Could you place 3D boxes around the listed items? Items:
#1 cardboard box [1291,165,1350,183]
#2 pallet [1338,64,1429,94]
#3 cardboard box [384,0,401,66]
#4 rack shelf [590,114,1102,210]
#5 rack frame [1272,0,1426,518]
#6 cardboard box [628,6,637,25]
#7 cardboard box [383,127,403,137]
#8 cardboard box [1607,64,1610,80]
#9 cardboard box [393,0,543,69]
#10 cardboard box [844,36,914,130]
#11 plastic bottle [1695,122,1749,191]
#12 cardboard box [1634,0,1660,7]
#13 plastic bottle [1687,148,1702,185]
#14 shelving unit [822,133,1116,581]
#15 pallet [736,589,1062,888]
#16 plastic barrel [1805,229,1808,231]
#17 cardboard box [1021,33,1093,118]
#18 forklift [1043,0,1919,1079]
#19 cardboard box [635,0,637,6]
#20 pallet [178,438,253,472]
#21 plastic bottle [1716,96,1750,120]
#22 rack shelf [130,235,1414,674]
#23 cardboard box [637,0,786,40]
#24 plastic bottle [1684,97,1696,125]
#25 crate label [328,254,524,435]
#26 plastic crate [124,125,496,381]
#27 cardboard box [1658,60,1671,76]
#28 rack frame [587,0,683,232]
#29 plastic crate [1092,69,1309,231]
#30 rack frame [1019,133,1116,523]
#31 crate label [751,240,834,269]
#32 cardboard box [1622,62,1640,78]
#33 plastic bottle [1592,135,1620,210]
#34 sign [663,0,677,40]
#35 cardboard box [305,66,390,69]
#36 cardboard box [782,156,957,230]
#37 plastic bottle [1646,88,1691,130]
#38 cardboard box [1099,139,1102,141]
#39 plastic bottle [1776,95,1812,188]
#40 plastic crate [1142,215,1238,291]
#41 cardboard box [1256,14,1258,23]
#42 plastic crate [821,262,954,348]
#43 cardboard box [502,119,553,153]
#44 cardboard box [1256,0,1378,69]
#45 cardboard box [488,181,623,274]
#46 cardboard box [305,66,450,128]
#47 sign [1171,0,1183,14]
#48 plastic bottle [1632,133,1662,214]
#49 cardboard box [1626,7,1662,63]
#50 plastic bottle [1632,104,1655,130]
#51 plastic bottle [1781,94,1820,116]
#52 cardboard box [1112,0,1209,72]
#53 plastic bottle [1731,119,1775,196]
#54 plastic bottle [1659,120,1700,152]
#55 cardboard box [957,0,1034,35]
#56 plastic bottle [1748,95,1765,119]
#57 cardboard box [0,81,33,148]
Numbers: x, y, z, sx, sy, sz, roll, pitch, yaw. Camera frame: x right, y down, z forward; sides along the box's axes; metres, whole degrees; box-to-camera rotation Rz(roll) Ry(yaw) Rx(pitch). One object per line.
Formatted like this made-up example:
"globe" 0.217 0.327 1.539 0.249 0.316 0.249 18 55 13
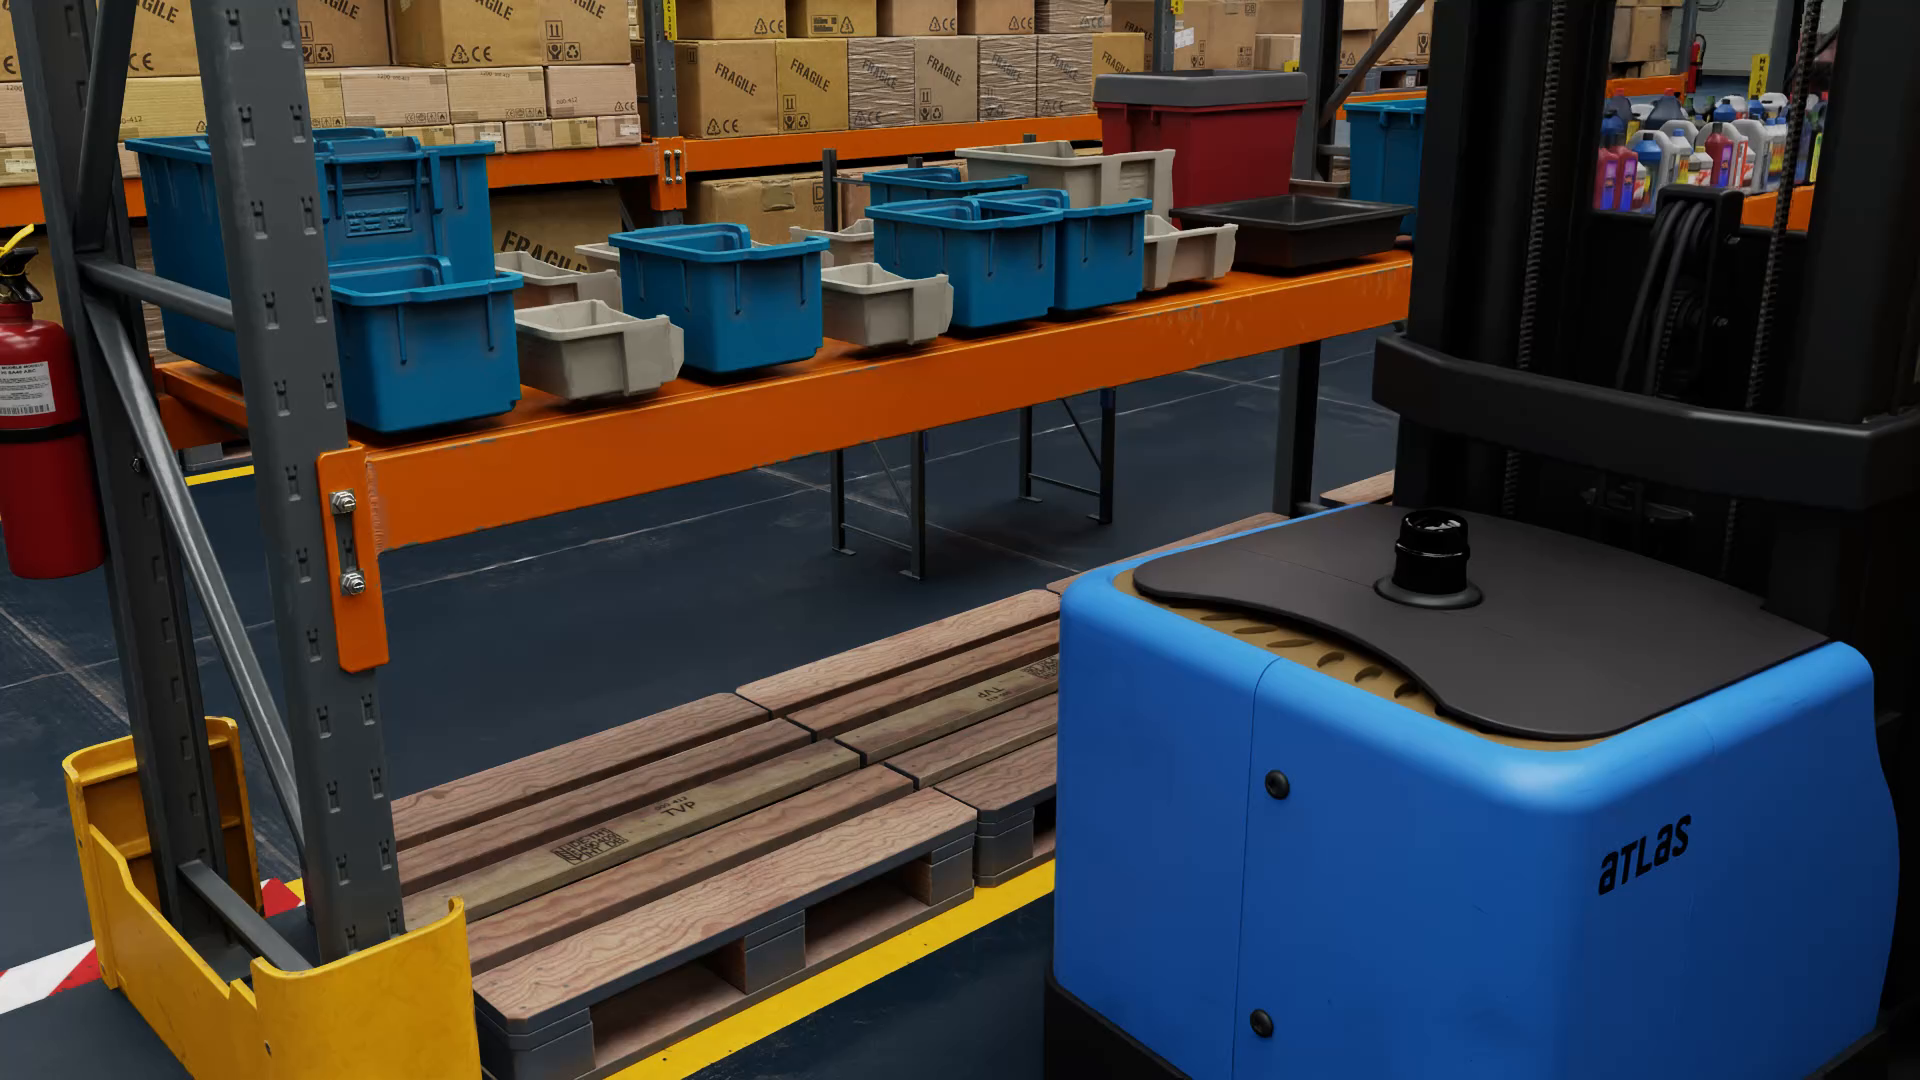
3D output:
"cardboard box" 2.735 -2.744 13.425 0.700 0.500 0.500 15 23 39
"pallet" 3.306 -3.844 13.789 1.213 0.211 1.003 -16 24 -41
"cardboard box" -2.738 -2.650 8.339 0.500 0.500 0.500 -16 24 -41
"rack shelf" -0.398 -2.451 10.348 4.000 0.370 1.077 -16 24 -41
"rack frame" 1.552 -1.260 5.507 0.127 3.000 1.000 -16 24 -41
"cardboard box" -2.886 -4.341 13.773 0.250 0.149 0.380 -15 23 -39
"cardboard box" -2.781 -1.840 7.703 0.250 0.149 0.380 -17 24 -42
"cardboard box" 5.785 -4.345 15.429 0.250 0.149 0.380 -16 24 -41
"cardboard box" -2.369 -2.534 7.982 0.500 0.500 0.500 -16 24 -40
"cardboard box" -0.617 -2.671 9.698 0.500 0.500 0.500 -17 25 -42
"plastic bottle" 2.822 -1.410 6.170 0.135 0.276 0.152 -16 24 -41
"cardboard box" 6.279 -5.298 15.696 0.500 0.500 0.500 -16 24 -41
"plastic bottle" 2.589 -1.295 5.936 0.097 0.201 0.097 0 18 0
"shelving unit" 0.062 -0.732 6.309 1.048 1.500 0.538 -16 24 -41
"pallet" 0.157 0.491 4.628 1.213 0.211 1.003 -16 24 -41
"plastic barrel" 4.114 -1.167 8.059 0.708 0.830 0.600 -16 24 -41
"cardboard box" 0.500 -3.000 10.713 0.500 0.500 0.500 -17 24 -41
"forklift" 1.641 -0.464 3.165 3.031 2.935 1.130 -13 22 -35
"cardboard box" -3.764 -6.312 19.763 0.500 0.500 0.500 -15 23 -39
"pallet" -3.344 -0.640 8.116 1.213 0.211 1.003 -16 24 -41
"plastic bottle" 3.585 -1.931 7.778 0.135 0.276 0.152 -16 24 -41
"rack shelf" 0.098 -0.494 4.310 4.000 0.370 1.077 -16 24 -41
"cardboard box" -1.393 -3.032 9.183 0.637 0.503 0.797 -17 25 -42
"plastic bottle" 3.289 -1.867 7.570 0.133 0.283 0.061 -16 24 -41
"crate label" -0.949 -0.340 2.843 0.303 0.233 0.416 -16 24 -41
"plastic crate" -1.240 -0.570 3.226 0.499 0.435 0.616 -16 24 -41
"cardboard box" 6.803 -4.686 16.482 0.250 0.149 0.380 -16 24 -41
"rack frame" -1.851 -2.370 8.930 0.127 3.000 1.000 -16 24 -41
"plastic crate" 0.730 -1.186 5.077 0.583 0.464 0.402 -16 24 -41
"rack frame" 0.431 -0.839 6.641 0.032 1.500 0.500 -16 24 -41
"crate label" -0.481 -0.651 3.960 0.243 0.136 0.396 -16 24 -41
"cardboard box" 6.282 -4.519 15.968 0.250 0.149 0.380 -16 24 -41
"plastic bottle" 2.111 -1.186 5.469 0.133 0.283 0.061 -16 24 -41
"sign" -1.469 -2.695 8.402 0.005 0.325 0.100 -16 24 -41
"cardboard box" -3.110 -2.184 8.117 0.500 0.250 0.500 -16 24 -39
"cardboard box" -0.751 -1.888 10.210 1.225 0.875 0.875 17 24 42
"plastic bottle" 2.997 -1.732 7.044 0.185 0.351 0.144 -16 24 -41
"cardboard box" 1.132 -4.504 18.278 0.875 0.875 0.875 -16 24 -40
"plastic bottle" 3.251 -1.569 6.539 0.185 0.351 0.144 -16 24 -41
"plastic crate" 0.493 -0.726 4.192 0.466 0.136 0.293 -16 24 -41
"cardboard box" 3.295 -6.028 19.970 0.550 0.550 0.875 -16 24 -41
"plastic crate" -0.167 -0.487 3.453 0.298 0.136 0.250 -16 24 -41
"cardboard box" -2.221 -2.003 8.207 0.250 0.149 0.380 -17 24 -42
"cardboard box" 2.765 -3.926 12.881 0.637 0.503 0.797 -13 22 -35
"cardboard box" -2.386 -1.437 8.817 0.875 0.875 0.875 -16 24 -41
"cardboard box" -2.737 -2.069 7.764 0.500 0.250 0.500 -16 24 -40
"sign" 1.439 -3.644 10.984 0.005 0.325 0.100 -16 24 -41
"plastic bottle" 2.350 -1.258 5.710 0.097 0.271 0.097 0 18 0
"cardboard box" 6.169 -4.858 15.961 0.500 0.500 0.875 -16 24 -41
"plastic bottle" 2.914 -1.735 7.174 0.135 0.276 0.152 -16 24 -41
"plastic bottle" 4.026 -1.995 7.975 0.135 0.276 0.152 -16 24 -41
"cardboard box" 1.420 -3.588 11.845 0.500 0.500 0.500 14 23 37
"plastic bottle" 2.991 -1.459 6.322 0.135 0.276 0.152 -16 24 -41
"plastic bottle" 2.718 -1.444 6.275 0.135 0.276 0.152 -16 24 -41
"cardboard box" 0.037 -3.453 10.483 0.637 0.503 0.797 -16 24 -40
"plastic bottle" 3.818 -2.008 8.024 0.097 0.271 0.097 0 18 0
"cardboard box" -3.850 -1.745 6.764 0.500 0.250 0.500 -17 24 -41
